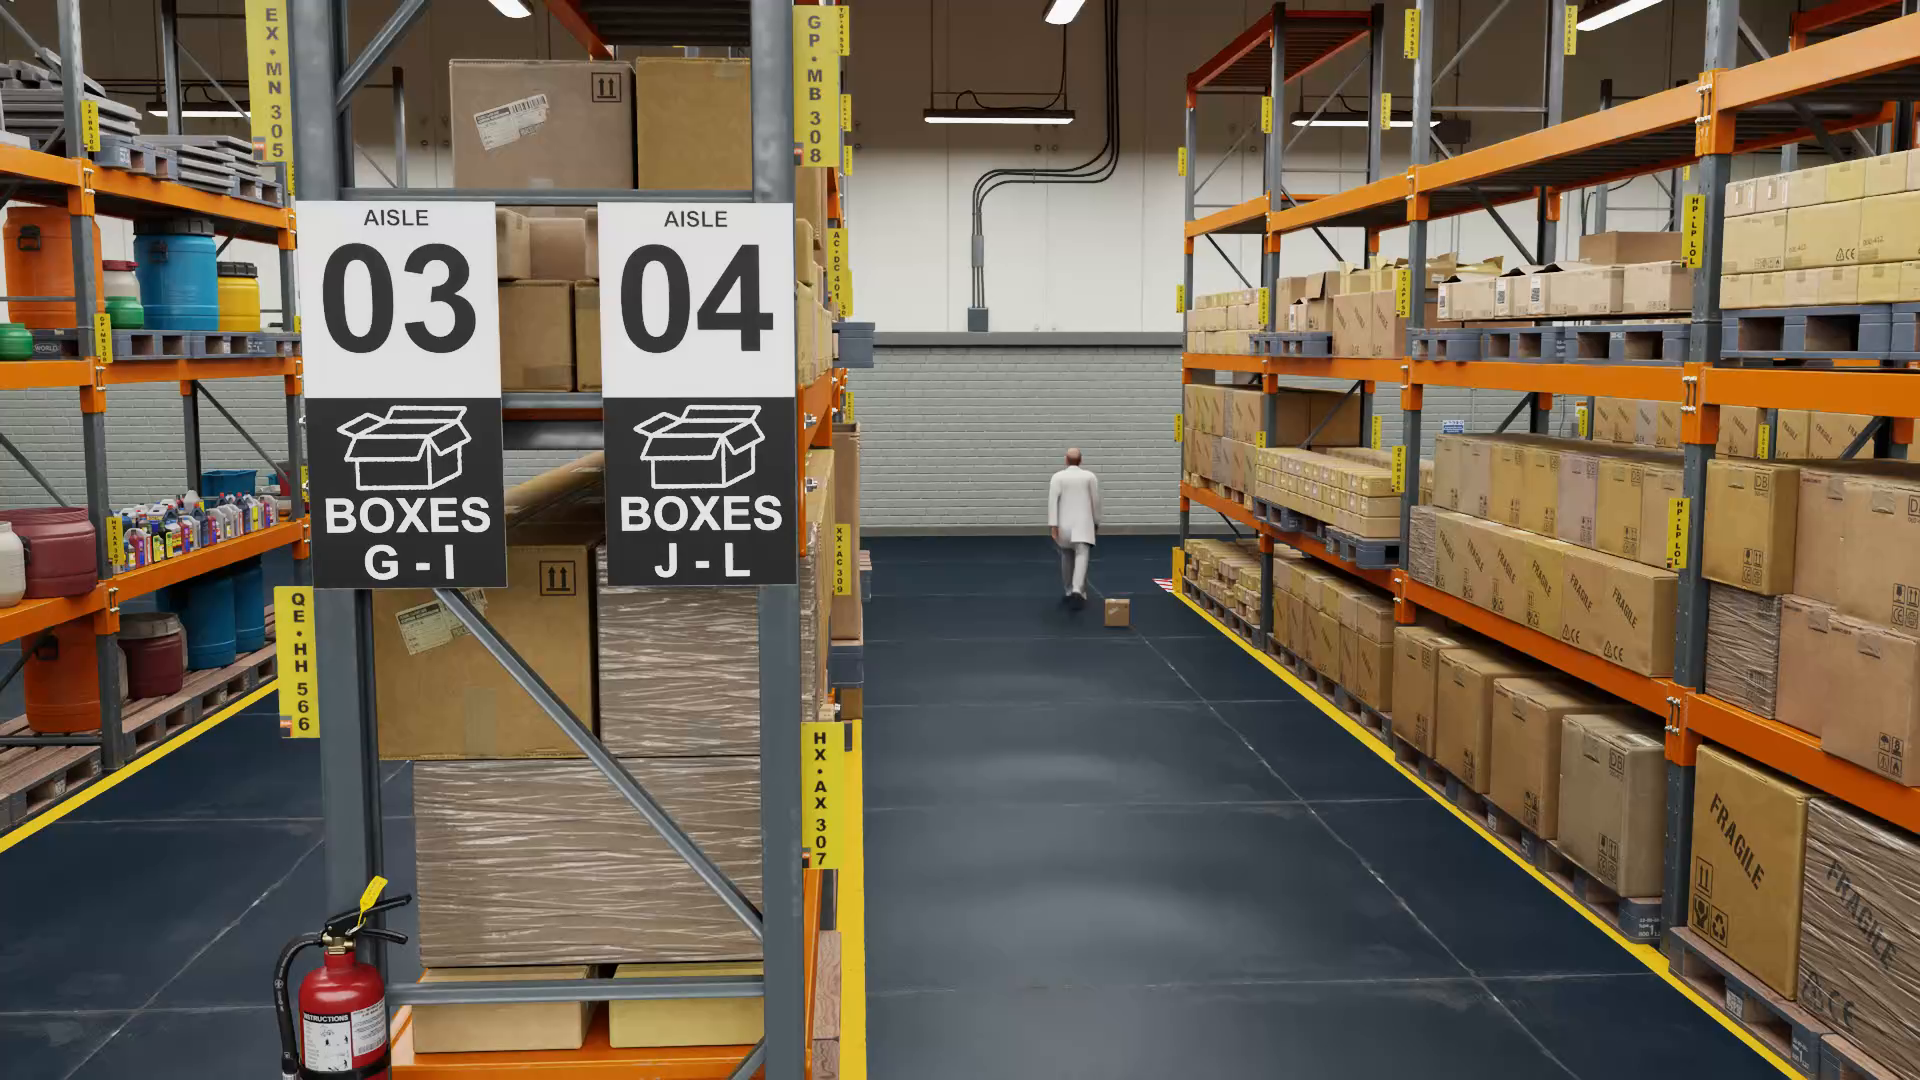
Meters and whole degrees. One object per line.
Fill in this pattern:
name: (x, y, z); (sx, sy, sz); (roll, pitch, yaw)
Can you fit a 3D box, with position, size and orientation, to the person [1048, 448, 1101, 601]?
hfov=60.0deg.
person: (1.298, -0.181, 18.838); (0.576, 1.724, 1.177); (1, 7, 11)
